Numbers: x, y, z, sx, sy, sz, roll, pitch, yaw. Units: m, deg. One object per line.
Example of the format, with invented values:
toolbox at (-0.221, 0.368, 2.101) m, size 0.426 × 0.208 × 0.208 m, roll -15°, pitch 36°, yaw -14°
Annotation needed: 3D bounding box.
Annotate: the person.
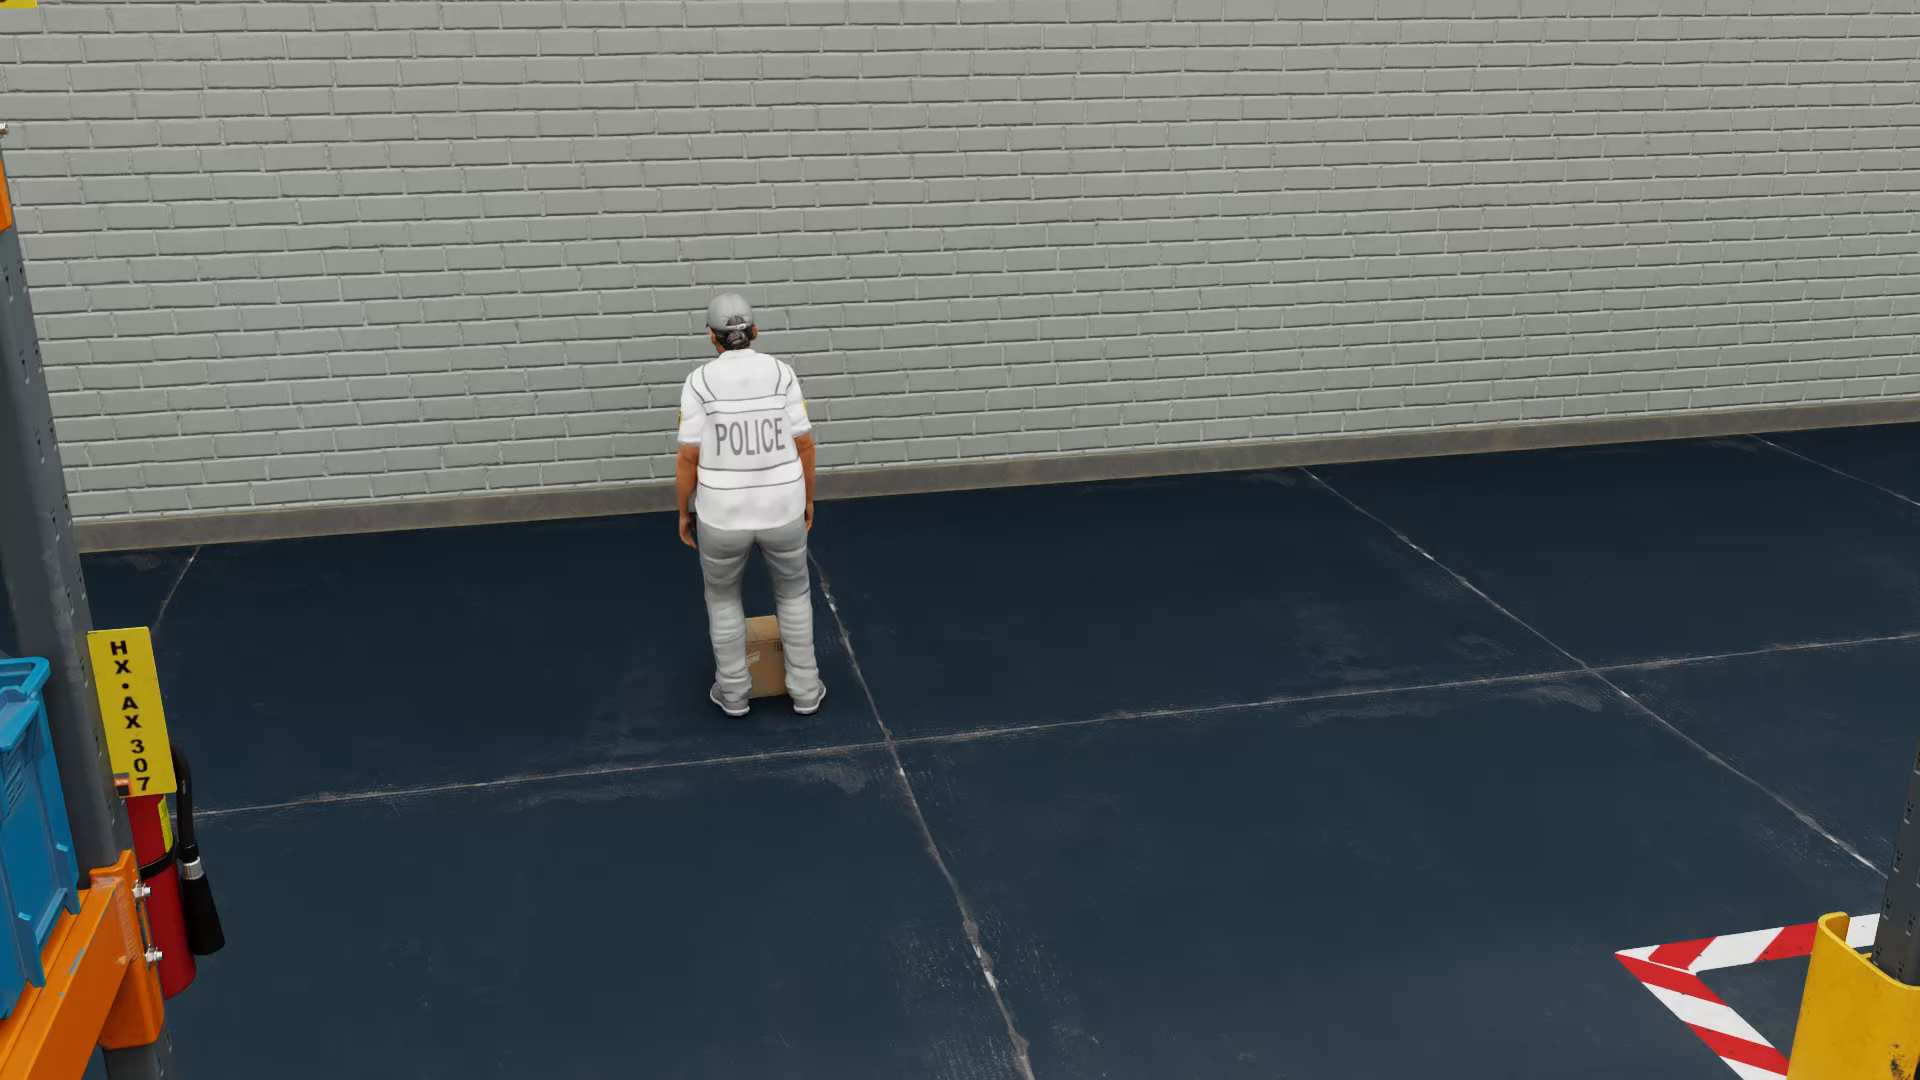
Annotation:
person at (-0.801, -0.113, 6.375) m, size 0.563 × 1.667 × 0.463 m, roll -6°, pitch 20°, yaw -15°
